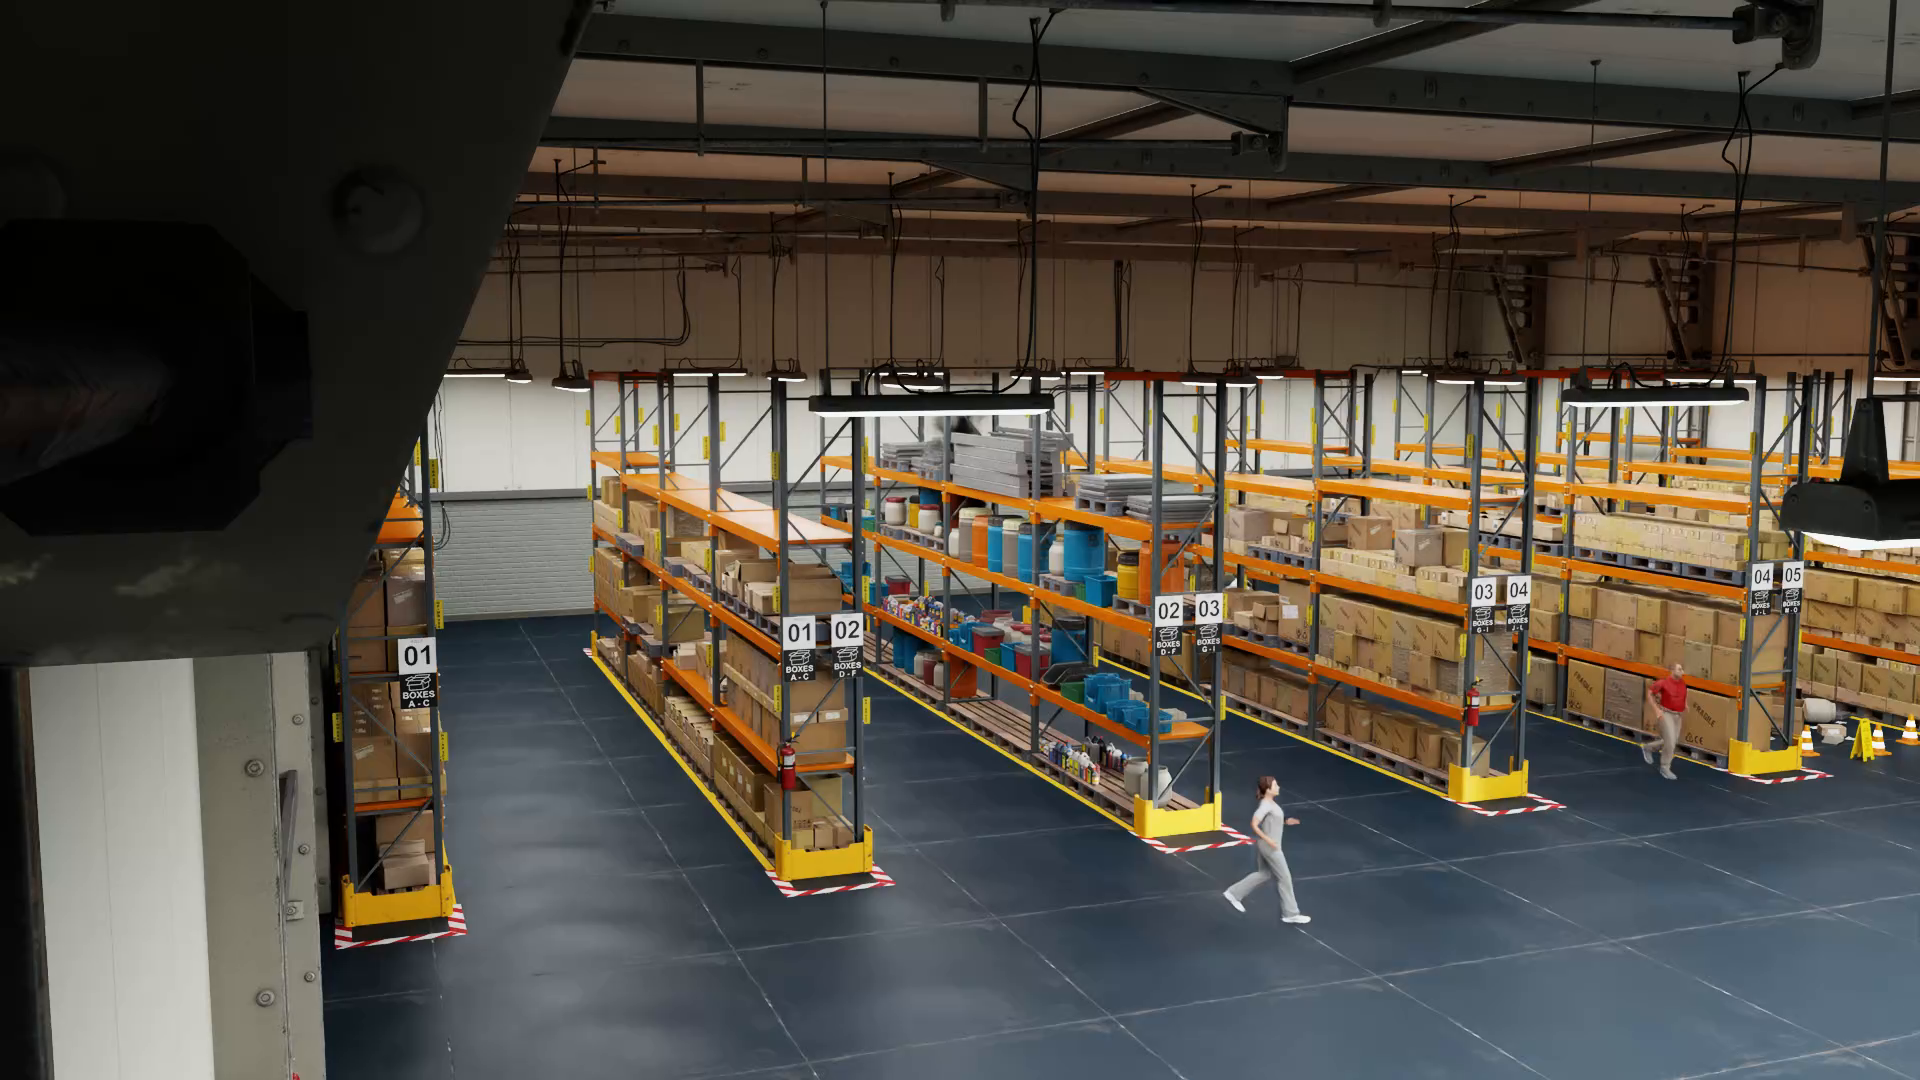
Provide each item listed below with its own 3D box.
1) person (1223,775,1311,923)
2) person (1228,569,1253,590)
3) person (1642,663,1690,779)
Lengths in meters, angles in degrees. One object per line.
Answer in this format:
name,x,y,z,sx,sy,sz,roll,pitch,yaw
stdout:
person,3.426,3.431,18.496,0.960,1.633,0.570,1,6,7
person,6.200,1.429,36.703,0.617,1.627,0.758,-2,7,-20
person,10.739,2.704,25.213,0.702,1.705,0.788,-3,7,-25
